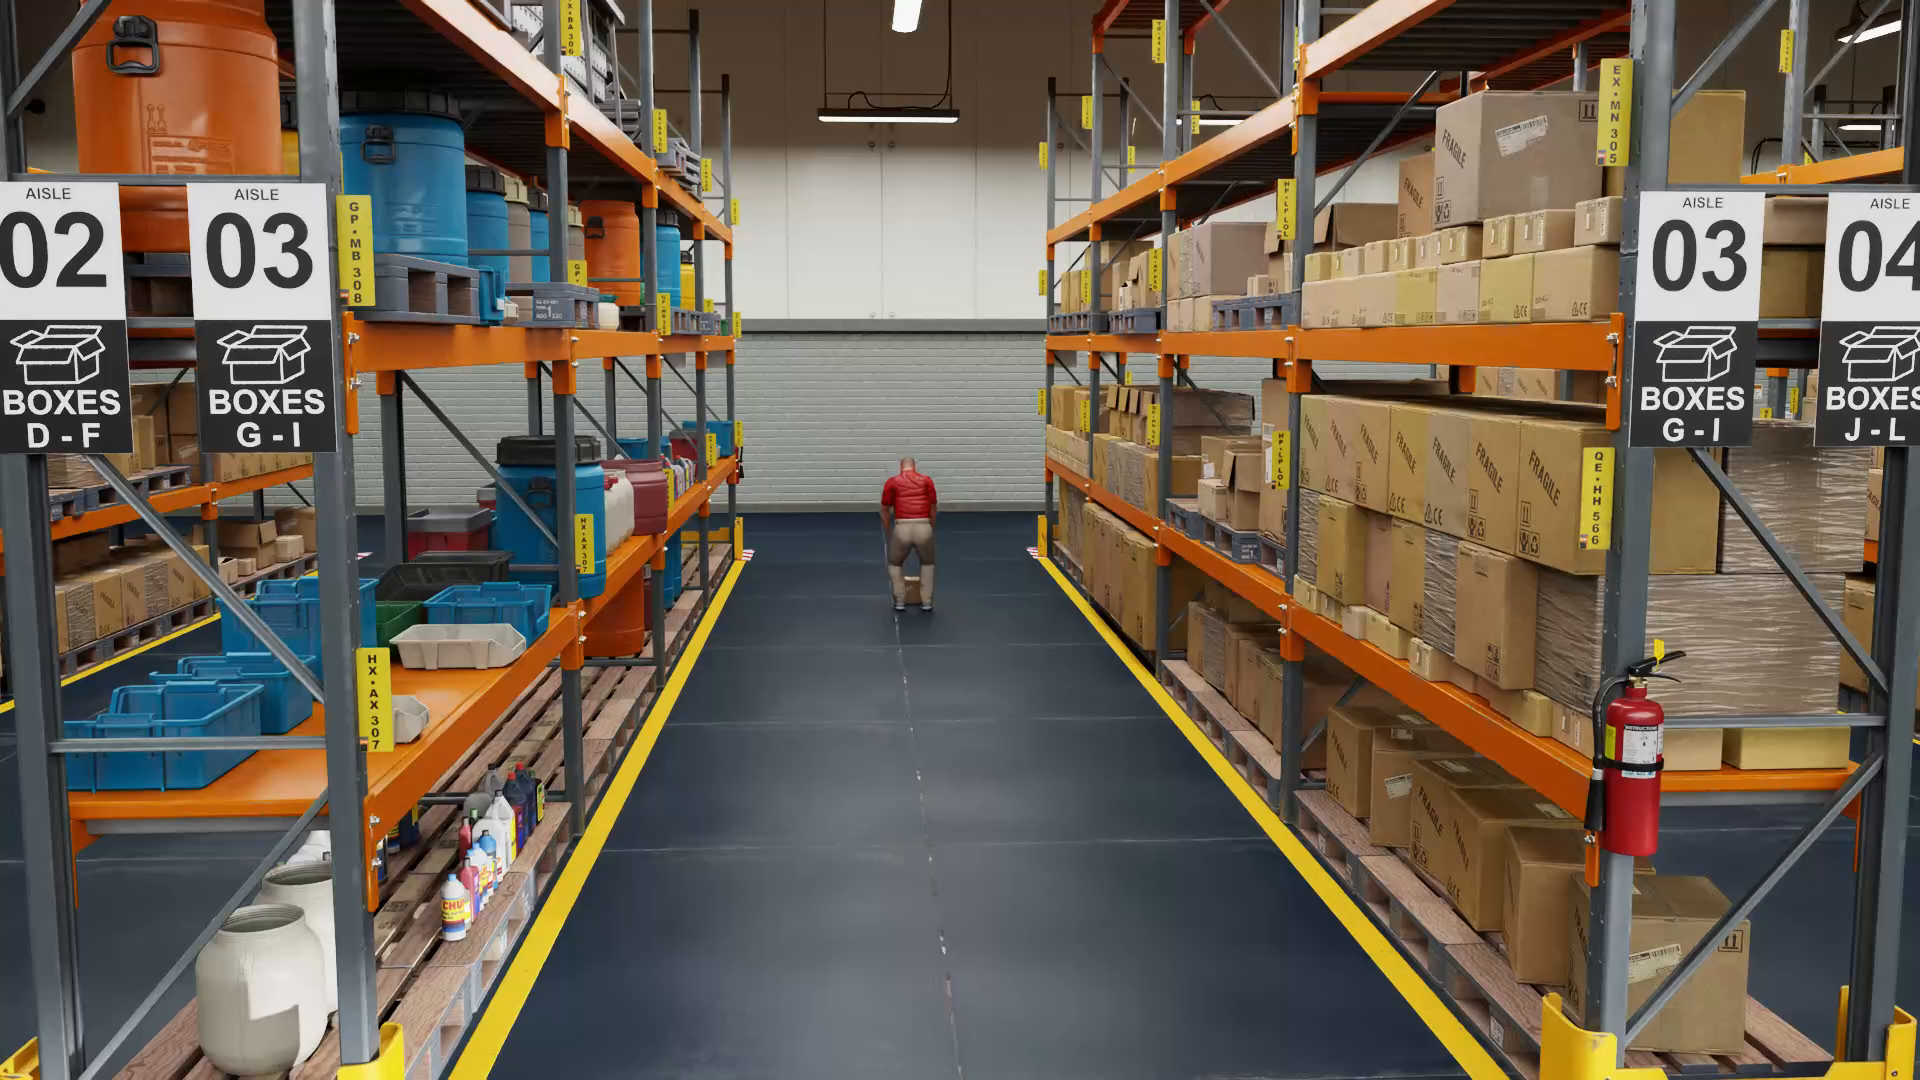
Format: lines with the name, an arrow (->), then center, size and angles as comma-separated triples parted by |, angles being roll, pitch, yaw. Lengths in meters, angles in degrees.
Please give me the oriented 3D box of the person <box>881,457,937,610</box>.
person -> -0.522, -0.061, 17.067 | 0.581, 1.566, 0.574 | 0, 7, -3
